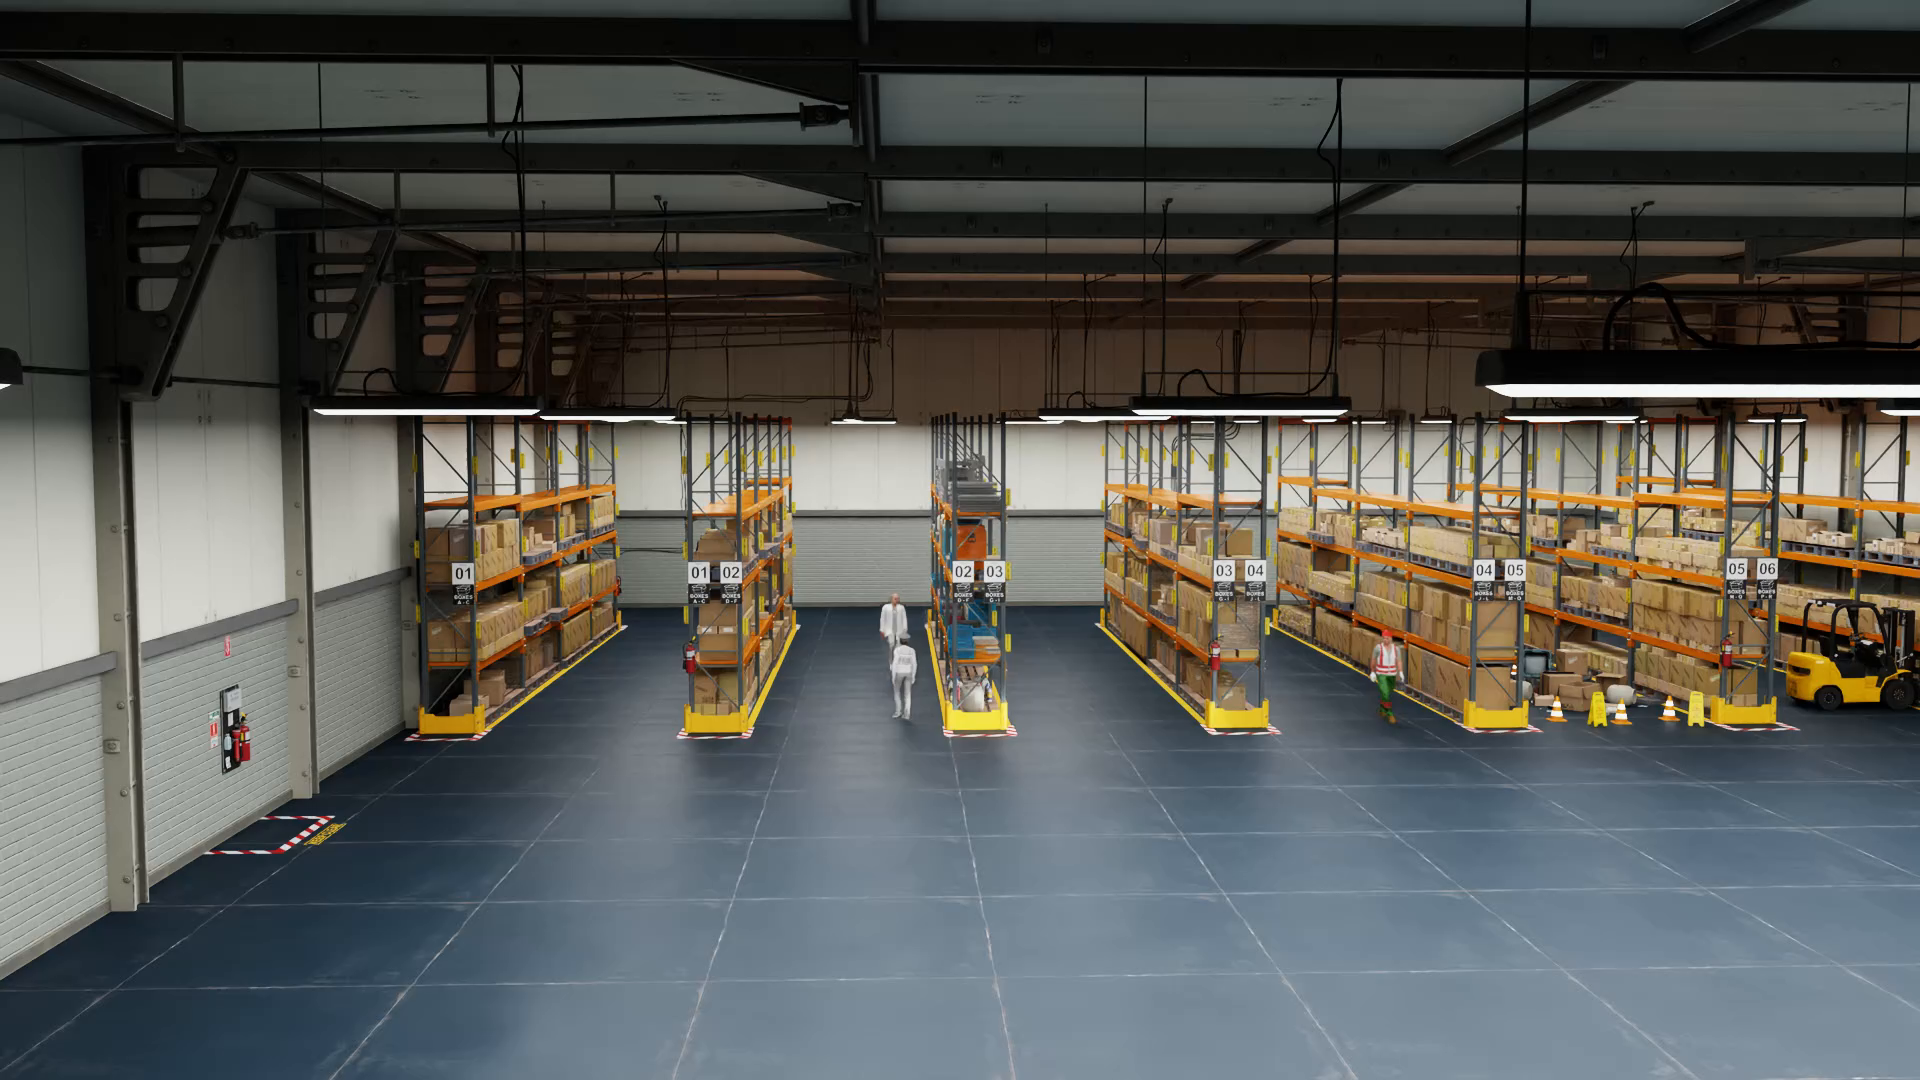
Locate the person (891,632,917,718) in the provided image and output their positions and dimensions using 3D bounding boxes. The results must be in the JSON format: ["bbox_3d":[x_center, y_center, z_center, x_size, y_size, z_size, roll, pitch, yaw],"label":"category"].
[{"bbox_3d":[-1.094,2.687,32.629,0.519,1.729,0.592,-1,4,-13],"label":"person"}]

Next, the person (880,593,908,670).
[{"bbox_3d":[-1.476,2.071,37.796,0.615,1.681,0.802,-1,4,-15],"label":"person"}]

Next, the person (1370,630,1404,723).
[{"bbox_3d":[8.322,2.620,32.303,0.561,1.744,0.930,-1,4,-9],"label":"person"}]
